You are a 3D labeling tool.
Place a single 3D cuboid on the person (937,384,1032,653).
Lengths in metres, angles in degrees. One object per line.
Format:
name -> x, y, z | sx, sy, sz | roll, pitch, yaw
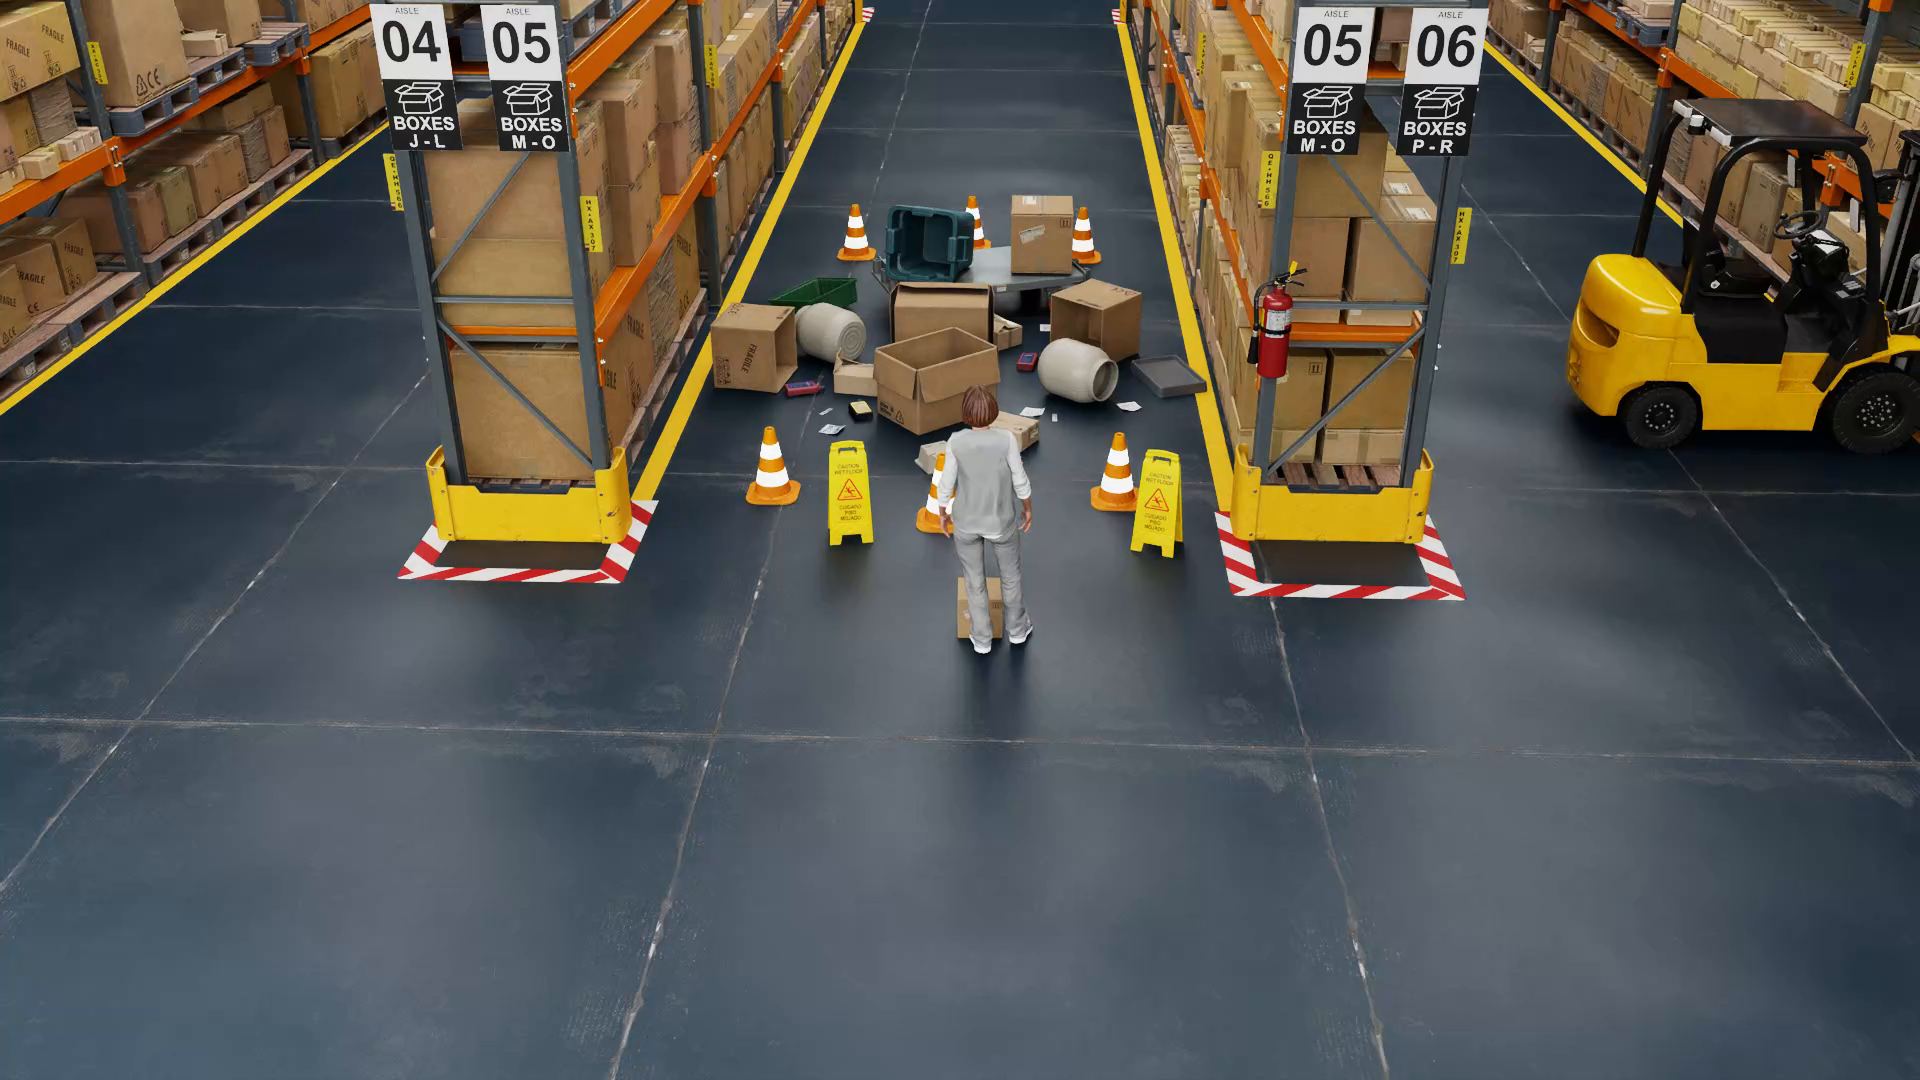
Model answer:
person -> 0.142, -0.130, 8.855 | 0.521, 1.597, 0.474 | 1, 28, 2
